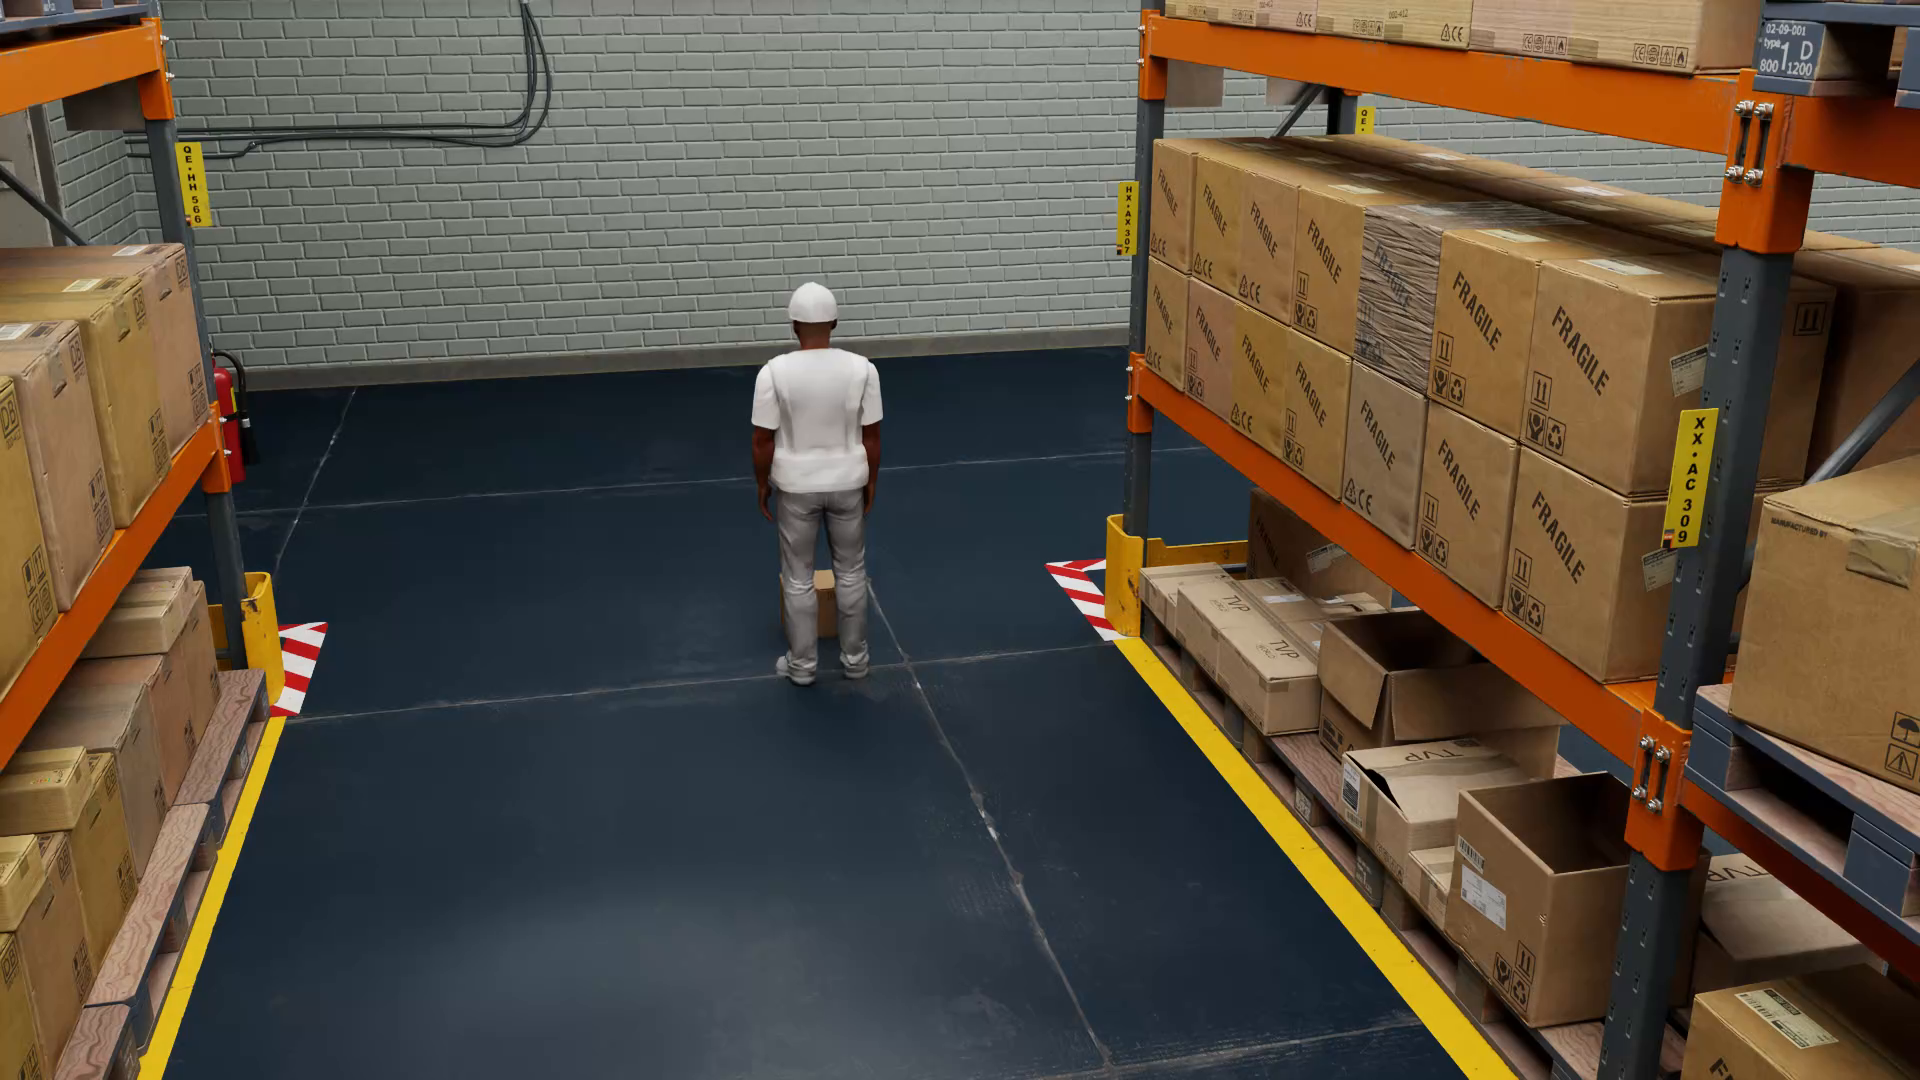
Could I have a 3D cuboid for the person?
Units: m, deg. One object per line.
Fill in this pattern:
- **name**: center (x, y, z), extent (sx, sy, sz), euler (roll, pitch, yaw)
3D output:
- **person**: center (-0.617, -0.232, 7.215), extent (0.563, 1.777, 0.354), euler (-4, 20, -11)
